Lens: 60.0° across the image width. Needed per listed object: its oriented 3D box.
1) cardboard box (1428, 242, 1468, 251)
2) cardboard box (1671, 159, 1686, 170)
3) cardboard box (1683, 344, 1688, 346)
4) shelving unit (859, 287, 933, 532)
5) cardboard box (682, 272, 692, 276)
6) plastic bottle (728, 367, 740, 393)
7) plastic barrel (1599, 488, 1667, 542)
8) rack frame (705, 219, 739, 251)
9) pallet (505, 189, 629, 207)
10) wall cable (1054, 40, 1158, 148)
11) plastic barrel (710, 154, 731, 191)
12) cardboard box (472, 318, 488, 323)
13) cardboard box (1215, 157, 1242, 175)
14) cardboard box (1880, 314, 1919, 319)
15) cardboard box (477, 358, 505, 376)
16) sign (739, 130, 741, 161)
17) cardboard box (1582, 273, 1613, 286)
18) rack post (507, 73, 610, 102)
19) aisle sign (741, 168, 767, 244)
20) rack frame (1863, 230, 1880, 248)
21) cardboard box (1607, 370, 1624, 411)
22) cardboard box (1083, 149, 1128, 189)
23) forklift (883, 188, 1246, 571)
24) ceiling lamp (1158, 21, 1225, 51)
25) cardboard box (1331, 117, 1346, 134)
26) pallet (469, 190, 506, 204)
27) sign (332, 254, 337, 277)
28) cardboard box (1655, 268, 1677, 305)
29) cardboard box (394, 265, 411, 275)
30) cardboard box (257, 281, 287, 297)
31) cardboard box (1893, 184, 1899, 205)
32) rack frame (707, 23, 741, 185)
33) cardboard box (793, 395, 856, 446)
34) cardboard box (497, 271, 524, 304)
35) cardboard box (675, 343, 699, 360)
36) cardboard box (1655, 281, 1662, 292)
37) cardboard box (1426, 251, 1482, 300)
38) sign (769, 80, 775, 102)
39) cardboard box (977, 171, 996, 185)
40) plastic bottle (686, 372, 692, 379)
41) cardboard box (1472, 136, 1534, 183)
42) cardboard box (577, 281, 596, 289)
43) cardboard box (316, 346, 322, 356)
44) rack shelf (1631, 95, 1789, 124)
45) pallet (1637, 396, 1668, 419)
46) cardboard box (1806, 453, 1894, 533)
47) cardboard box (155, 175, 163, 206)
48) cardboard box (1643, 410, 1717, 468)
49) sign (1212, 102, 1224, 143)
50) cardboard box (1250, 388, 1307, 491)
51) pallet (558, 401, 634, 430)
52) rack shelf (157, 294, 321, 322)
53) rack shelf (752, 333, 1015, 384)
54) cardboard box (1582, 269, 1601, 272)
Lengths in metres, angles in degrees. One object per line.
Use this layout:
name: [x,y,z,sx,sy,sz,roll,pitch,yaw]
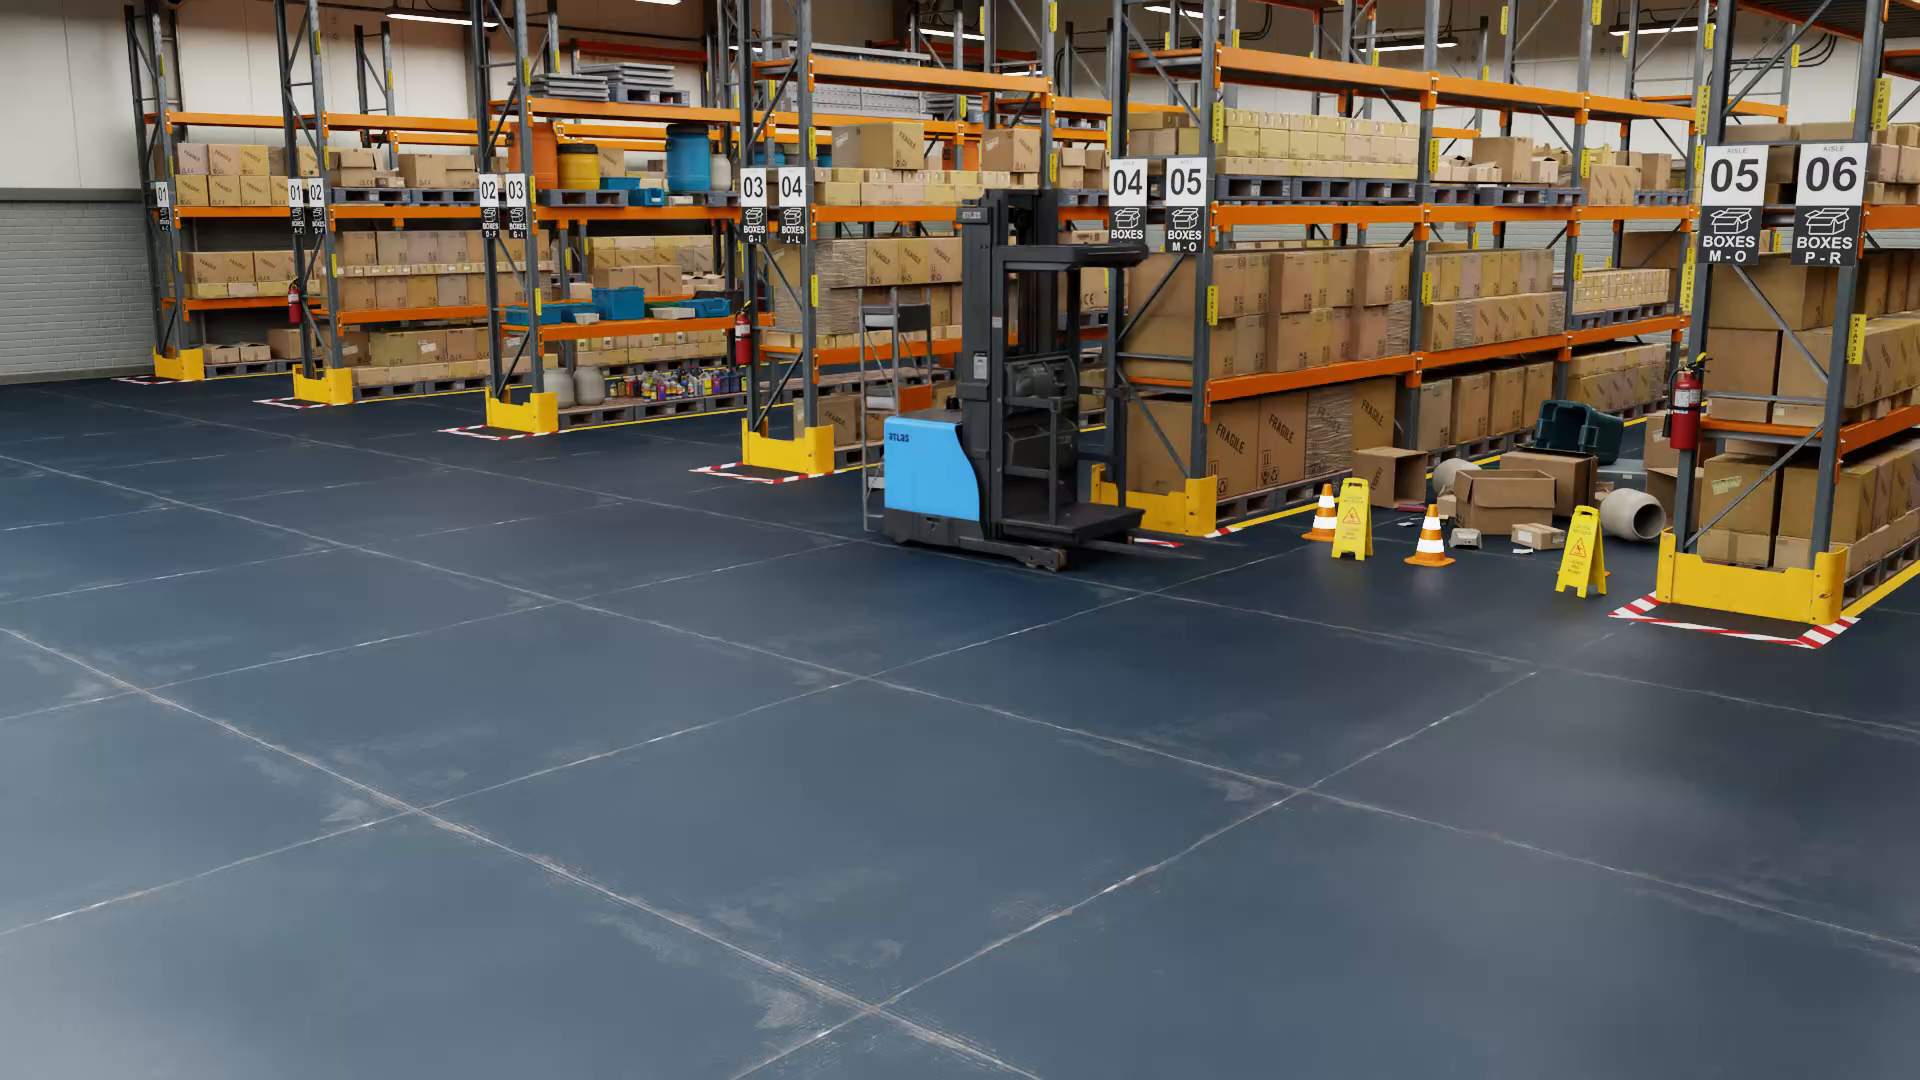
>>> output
cardboard box: [8.506,-4.943,29.011,0.500,0.500,0.500,10,15,41]
cardboard box: [10.023,-5.214,23.087,0.380,0.149,0.250,9,15,39]
cardboard box: [11.688,-3.019,26.357,0.380,0.149,0.250,9,14,38]
shelving unit: [-0.548,-1.134,14.505,0.431,2.100,0.503,7,13,34]
cardboard box: [-5.878,-5.596,35.159,0.380,0.149,0.250,10,15,40]
plastic bottle: [-3.220,-2.268,23.550,0.144,0.351,0.185,9,15,39]
plastic barrel: [5.739,-0.210,14.181,0.421,0.421,0.512,-2,11,-9]
rack frame: [-5.172,-5.942,36.301,1.000,3.000,0.127,10,15,40]
pallet: [-5.032,-4.383,21.319,1.003,0.211,1.213,10,15,40]
wall cable: [3.502,-10.862,40.653,3.097,2.526,0.112,10,15,40]
plastic barrel: [-3.443,-5.178,23.459,0.421,0.512,0.421,0,11,0]
cardboard box: [-9.309,-4.017,31.926,0.700,0.500,0.500,10,15,41]
cardboard box: [2.195,-3.210,14.282,0.380,0.149,0.250,10,15,41]
cardboard box: [7.373,-1.506,13.078,0.500,0.500,0.500,10,15,42]
cardboard box: [-7.528,-2.738,26.210,0.500,0.250,0.500,10,15,40]
sign: [-2.335,-4.235,17.836,0.100,0.325,0.005,10,15,40]
cardboard box: [8.152,-3.348,21.363,0.380,0.149,0.250,11,16,43]
rack post: [-5.057,-5.687,20.984,0.954,0.300,0.937,-10,15,-41]
aisle sign: [-2.198,-3.559,17.736,0.394,0.787,0.004,10,15,40]
rack frame: [8.153,-1.562,14.374,1.000,3.000,0.127,10,15,40]
cardboard box: [8.332,-1.978,21.764,0.500,0.500,0.500,9,15,39]
cardboard box: [1.715,-4.766,21.421,0.797,0.503,0.637,11,15,43]
forklift: [0.823,-1.312,13.296,3.031,2.935,1.130,9,14,37]
ceiling lamp: [4.840,-11.765,35.239,2.000,3.185,0.800,10,15,40]
cardboard box: [3.364,-3.862,15.511,0.380,0.149,0.250,10,15,41]
pallet: [-7.273,-5.423,26.274,1.003,0.211,1.213,10,15,40]
sign: [-8.957,-3.927,23.802,0.100,0.325,0.005,10,15,40]
cardboard box: [10.165,-3.599,23.559,0.500,0.500,0.500,9,15,39]
cardboard box: [-8.443,-4.046,24.898,0.380,0.149,0.250,9,15,39]
cardboard box: [-11.860,-4.296,28.391,0.500,0.250,0.500,9,15,39]
cardboard box: [6.427,-2.453,11.815,0.380,0.149,0.250,10,15,40]
rack frame: [-4.089,-7.655,29.563,1.000,3.000,0.127,10,15,40]
cardboard box: [-1.506,-1.325,18.495,0.500,0.500,0.500,-9,14,-37]
cardboard box: [-7.361,-4.029,26.471,0.700,0.500,0.500,10,15,40]
cardboard box: [-4.925,-3.312,29.083,0.500,0.250,0.500,10,15,42]
cardboard box: [9.362,-3.470,22.735,0.380,0.149,0.250,10,15,41]
cardboard box: [5.363,-2.951,18.518,0.700,0.500,0.500,10,15,41]
sign: [-2.605,-6.250,23.064,0.100,0.325,0.005,10,15,40]
cardboard box: [0.203,-4.232,19.446,0.380,0.149,0.250,9,15,39]
plastic bottle: [-3.861,-2.260,23.708,0.097,0.271,0.097,0,11,0]
cardboard box: [6.072,-4.259,18.634,0.500,0.500,0.500,10,15,40]
cardboard box: [-6.287,-4.212,27.984,0.396,0.266,0.258,9,15,39]
cardboard box: [-11.524,-3.350,29.479,0.380,0.149,0.250,8,14,36]
rack shelf: [10.969,-6.246,24.353,1.077,0.370,4.000,10,15,40]
pallet: [9.136,-1.882,23.095,1.003,0.211,1.213,10,15,40]
cardboard box: [6.610,-0.363,12.403,0.500,0.500,0.500,9,14,38]
cardboard box: [-13.008,-5.800,27.627,0.500,0.500,0.500,-11,16,-43]
cardboard box: [6.796,-0.933,15.675,0.500,0.500,0.500,10,15,40]
sign: [2.141,-3.465,13.806,0.100,0.325,0.005,10,15,40]
cardboard box: [2.705,-1.001,15.916,0.875,0.875,0.875,9,15,39]
pallet: [-5.097,-1.664,22.003,1.003,0.211,1.213,10,15,40]
rack shelf: [-11.773,-4.118,29.005,1.077,0.370,4.000,10,15,40]
rack shelf: [-0.611,-2.196,19.386,1.077,0.370,4.000,10,15,40]
cardboard box: [8.526,-3.625,22.751,0.380,0.149,0.250,10,15,40]
